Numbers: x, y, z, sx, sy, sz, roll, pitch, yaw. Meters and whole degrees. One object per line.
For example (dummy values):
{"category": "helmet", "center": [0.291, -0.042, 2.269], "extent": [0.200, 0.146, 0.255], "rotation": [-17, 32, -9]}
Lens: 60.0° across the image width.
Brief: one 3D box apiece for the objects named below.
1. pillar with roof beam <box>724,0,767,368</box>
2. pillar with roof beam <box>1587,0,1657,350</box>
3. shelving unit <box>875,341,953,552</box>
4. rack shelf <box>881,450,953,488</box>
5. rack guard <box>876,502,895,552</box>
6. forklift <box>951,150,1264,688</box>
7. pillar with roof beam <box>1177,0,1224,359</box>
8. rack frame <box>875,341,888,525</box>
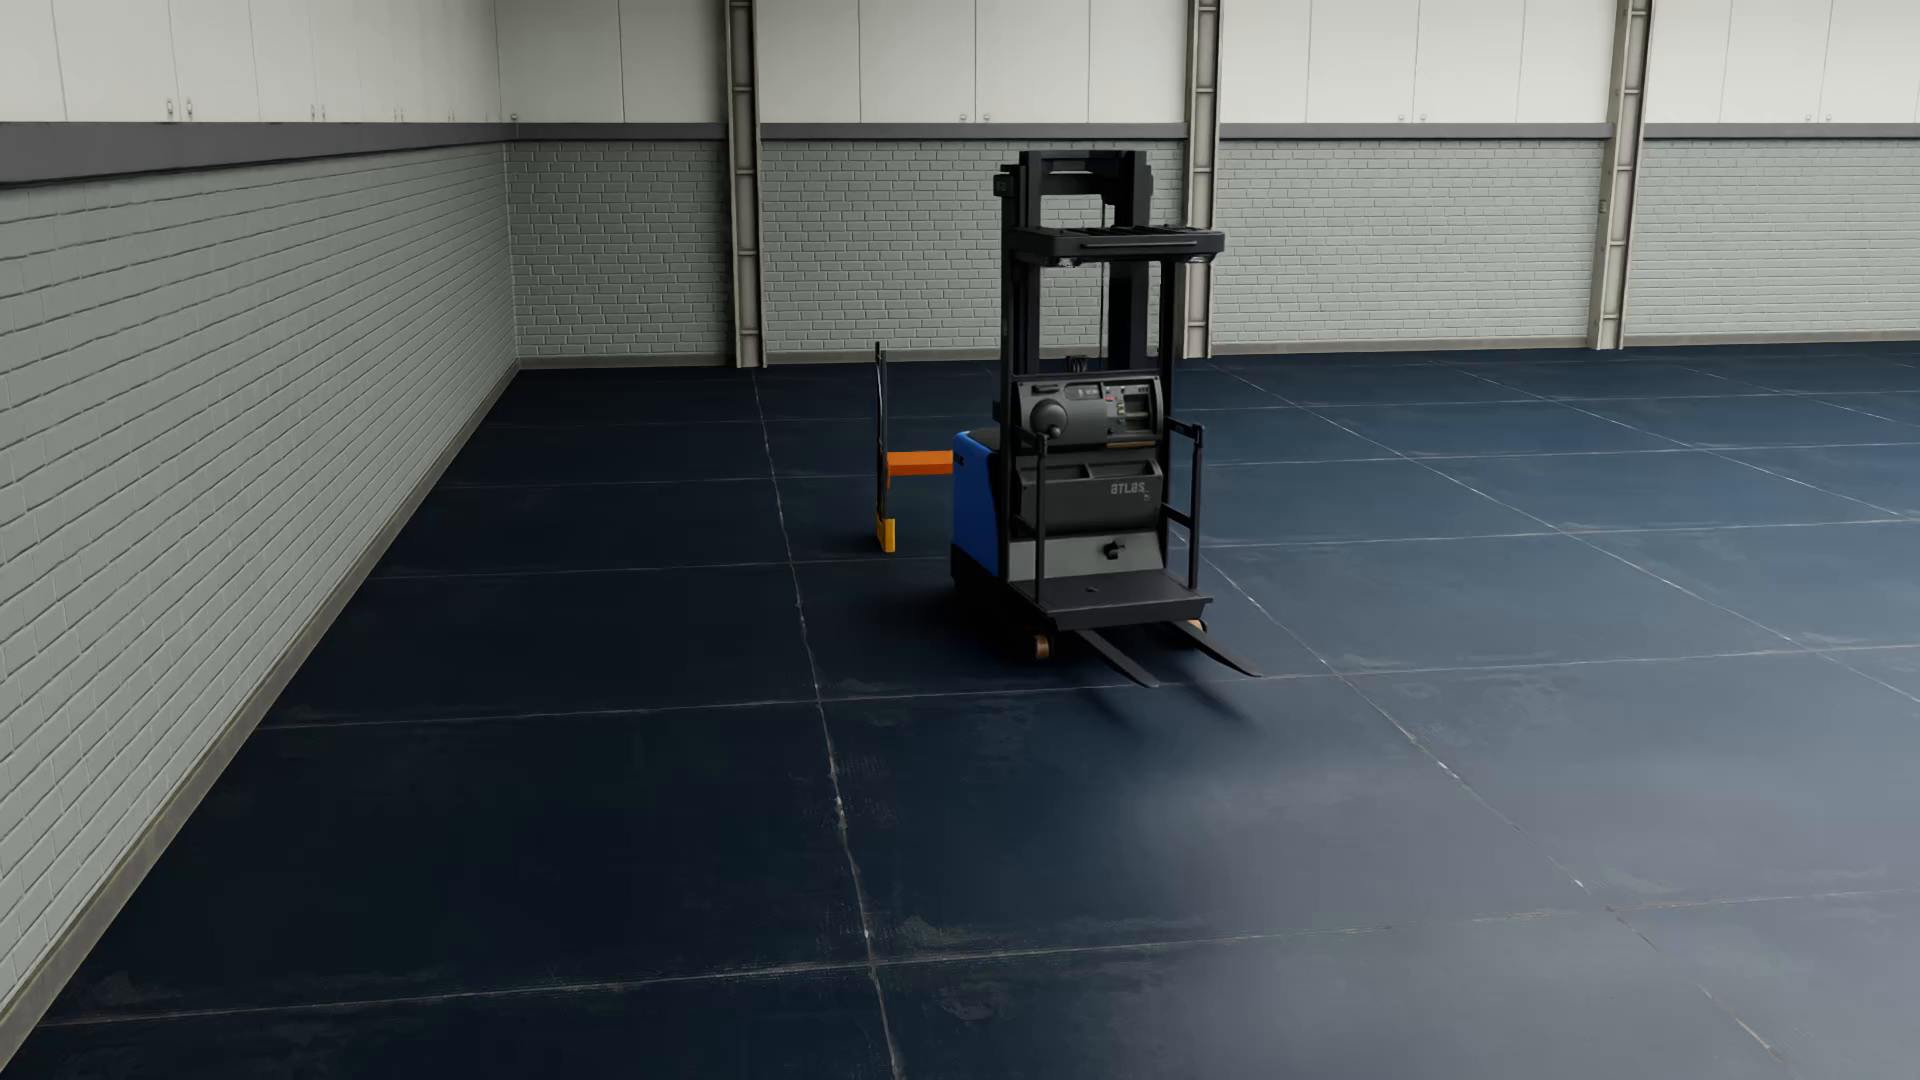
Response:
{"category": "pillar with roof beam", "center": [-2.099, -5.613, 16.603], "extent": [0.400, 9.000, 9.100], "rotation": [-2, 14, -8]}
{"category": "pillar with roof beam", "center": [9.767, -6.048, 18.337], "extent": [0.400, 9.000, 9.100], "rotation": [-2, 14, -8]}
{"category": "shelving unit", "center": [-0.075, -0.725, 12.528], "extent": [1.083, 1.500, 0.587], "rotation": [-2, 14, -8]}
{"category": "rack shelf", "center": [-0.084, -0.550, 12.571], "extent": [1.000, 0.185, 0.538], "rotation": [-2, 14, -8]}
{"category": "rack guard", "center": [-0.568, -0.100, 12.608], "extent": [0.087, 0.250, 0.587], "rotation": [-2, 14, -8]}
{"category": "forklift", "center": [0.860, -0.808, 9.920], "extent": [1.130, 2.935, 3.031], "rotation": [-4, 15, -17]}
{"category": "pillar with roof beam", "center": [3.834, -5.830, 17.470], "extent": [0.400, 9.000, 9.100], "rotation": [-2, 14, -8]}
{"category": "rack frame", "center": [-0.587, -0.706, 12.454], "extent": [0.032, 1.500, 0.500], "rotation": [-2, 14, -8]}
